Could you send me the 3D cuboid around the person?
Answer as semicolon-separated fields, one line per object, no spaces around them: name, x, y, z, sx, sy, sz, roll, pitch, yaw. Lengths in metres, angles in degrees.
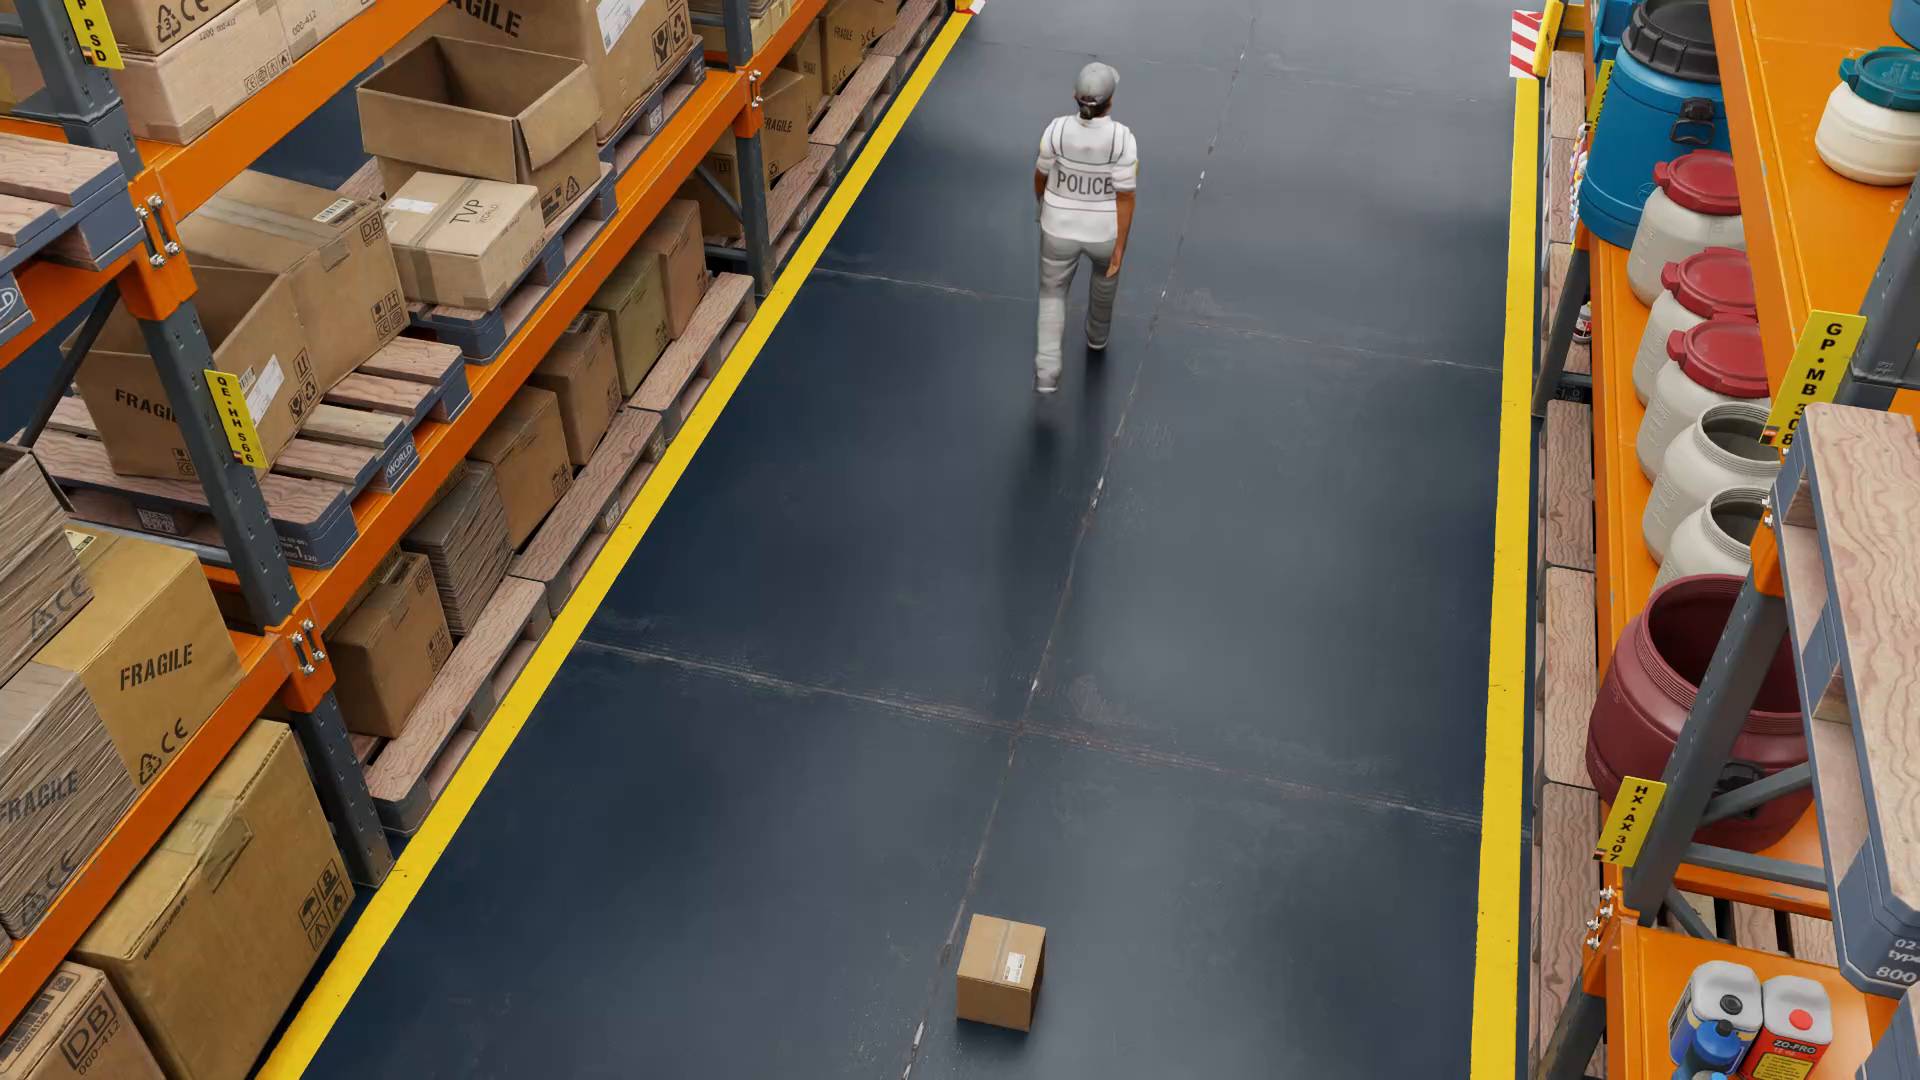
person;0.576;-1.473;7.822;0.480;1.617;0.931;5;41;5
